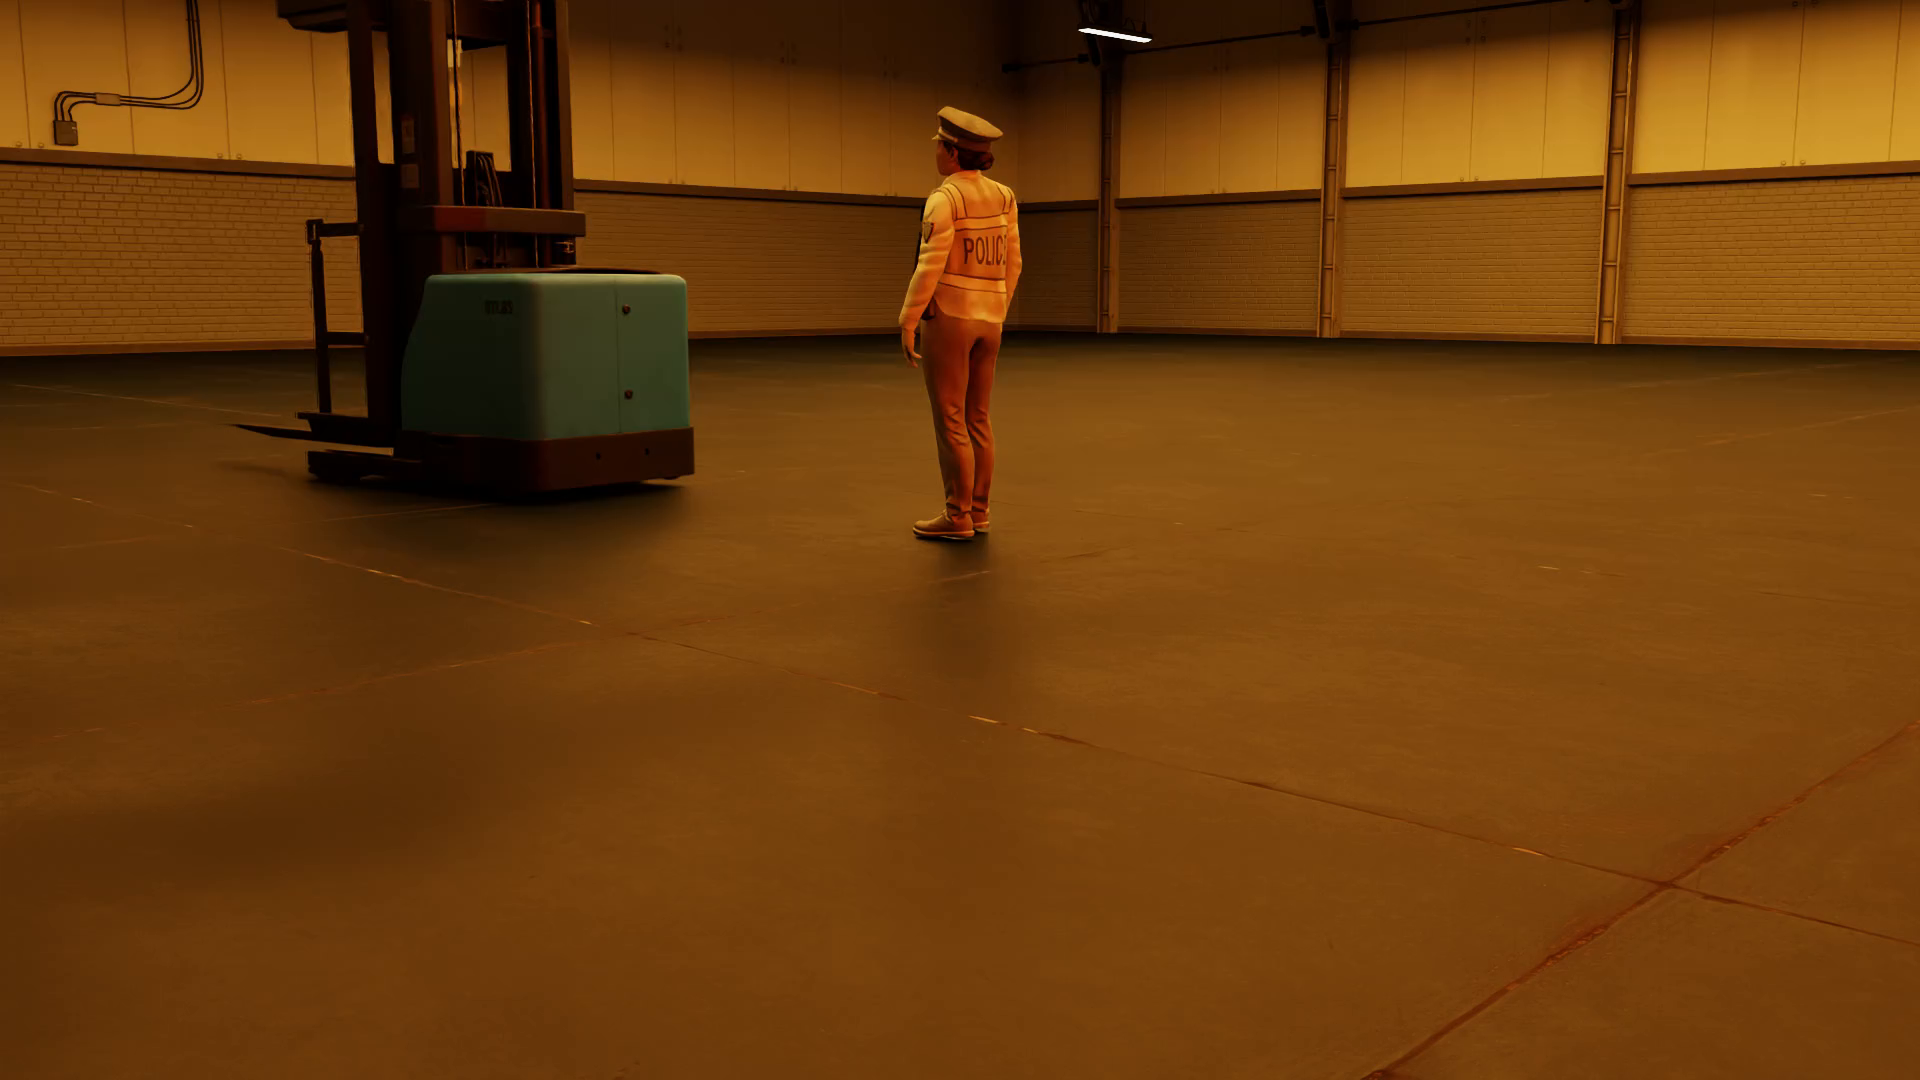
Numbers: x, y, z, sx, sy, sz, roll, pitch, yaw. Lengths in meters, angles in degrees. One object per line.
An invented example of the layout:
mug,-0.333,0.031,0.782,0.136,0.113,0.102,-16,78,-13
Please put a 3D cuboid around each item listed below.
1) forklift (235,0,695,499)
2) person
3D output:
forklift,-2.823,-1.797,8.806,3.031,2.935,1.130,7,11,38
person,-0.045,-0.853,6.642,0.531,1.695,0.587,8,12,43
